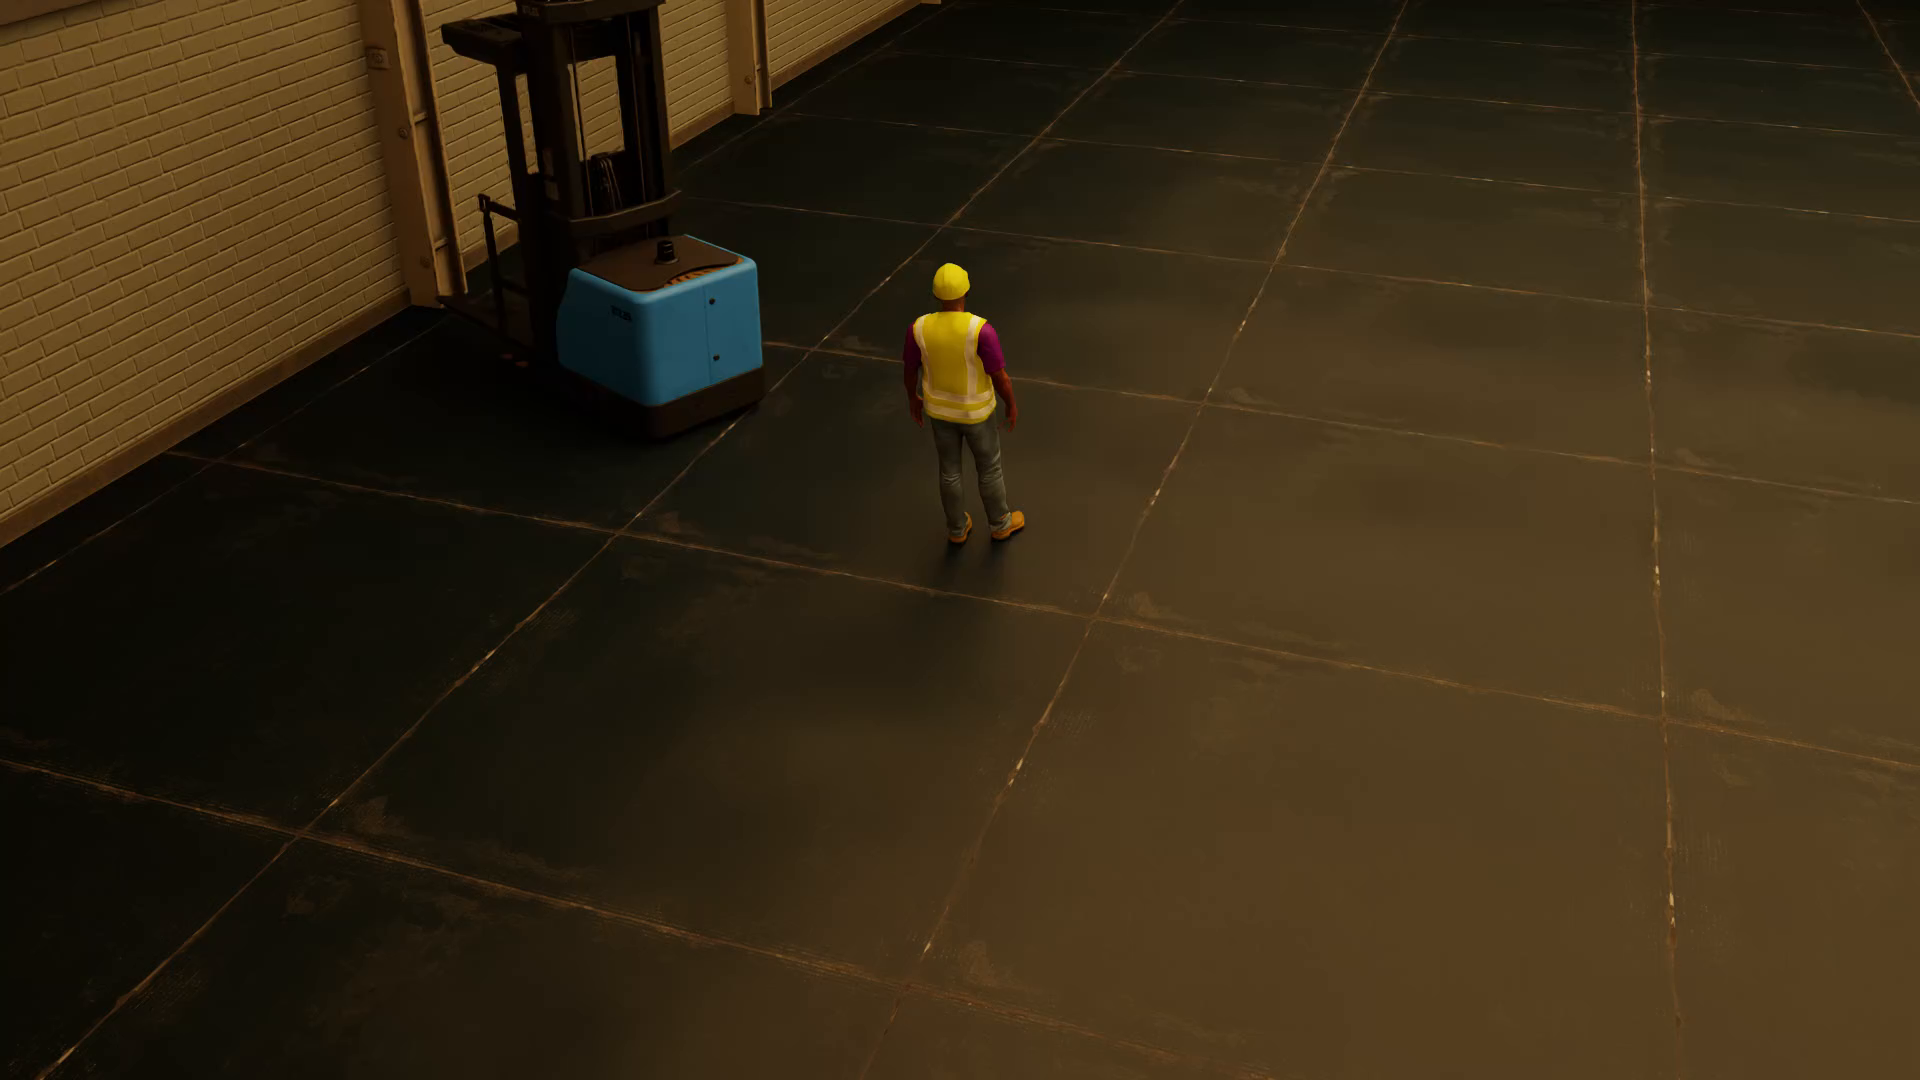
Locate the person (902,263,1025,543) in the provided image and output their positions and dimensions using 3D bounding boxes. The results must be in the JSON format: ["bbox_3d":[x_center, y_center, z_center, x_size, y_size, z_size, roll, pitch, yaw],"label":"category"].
[{"bbox_3d":[0.027,-0.806,9.711,0.666,1.768,0.575,10,31,16],"label":"person"}]

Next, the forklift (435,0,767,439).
[{"bbox_3d":[-2.773,-2.572,11.648,3.031,2.935,1.130,26,38,37],"label":"forklift"}]
